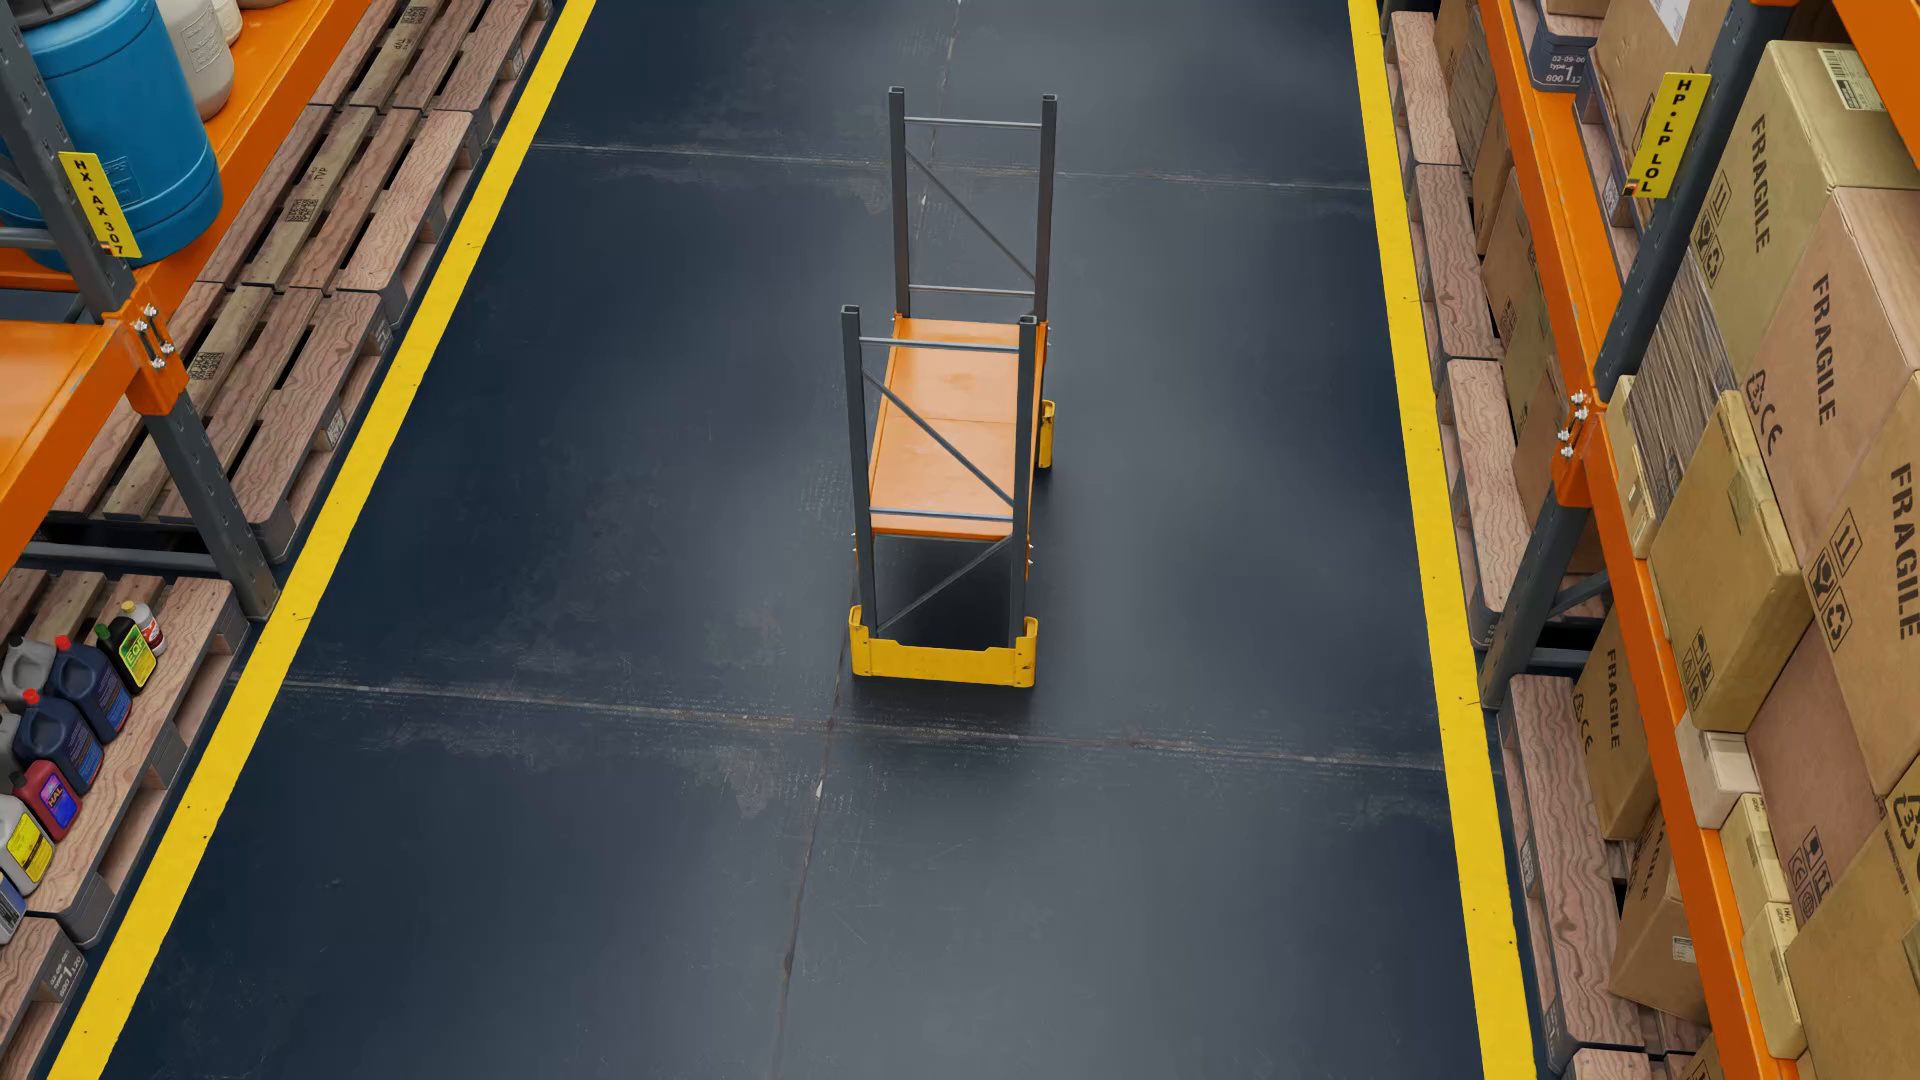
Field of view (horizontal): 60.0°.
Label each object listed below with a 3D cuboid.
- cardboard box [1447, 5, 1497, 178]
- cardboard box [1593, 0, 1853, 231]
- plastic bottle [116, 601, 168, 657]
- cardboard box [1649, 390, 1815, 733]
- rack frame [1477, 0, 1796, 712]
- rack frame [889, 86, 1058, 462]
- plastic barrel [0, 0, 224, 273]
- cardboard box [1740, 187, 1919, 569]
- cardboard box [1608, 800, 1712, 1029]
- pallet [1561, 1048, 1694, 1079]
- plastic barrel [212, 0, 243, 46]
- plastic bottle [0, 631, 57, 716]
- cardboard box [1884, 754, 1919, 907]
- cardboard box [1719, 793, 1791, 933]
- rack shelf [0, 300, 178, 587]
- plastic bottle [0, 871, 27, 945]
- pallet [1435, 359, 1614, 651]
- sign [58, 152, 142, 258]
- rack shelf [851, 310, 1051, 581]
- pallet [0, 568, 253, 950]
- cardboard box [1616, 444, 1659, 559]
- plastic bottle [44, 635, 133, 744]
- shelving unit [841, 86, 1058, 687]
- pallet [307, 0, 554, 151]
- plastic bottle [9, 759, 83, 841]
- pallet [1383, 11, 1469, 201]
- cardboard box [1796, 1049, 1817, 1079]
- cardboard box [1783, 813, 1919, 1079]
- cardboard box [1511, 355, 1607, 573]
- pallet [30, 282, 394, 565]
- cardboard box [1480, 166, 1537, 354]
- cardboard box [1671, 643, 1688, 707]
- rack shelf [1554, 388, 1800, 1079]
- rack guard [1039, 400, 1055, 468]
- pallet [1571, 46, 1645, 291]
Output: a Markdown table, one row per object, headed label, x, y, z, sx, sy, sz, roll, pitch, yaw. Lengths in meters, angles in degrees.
| label | x | y | z | sx | sy | sz | roll | pitch | yaw |
| --- | --- | --- | --- | --- | --- | --- | --- | --- | --- |
| cardboard box | 2.437 | -1.829 | 6.786 | 0.700 | 0.500 | 0.500 | 0 | 48 | 0 |
| cardboard box | 2.363 | -1.405 | 4.311 | 1.000 | 1.000 | 1.000 | 4 | 48 | 4 |
| plastic bottle | -2.503 | 0.264 | 5.074 | 0.097 | 0.201 | 0.097 | 0 | 48 | 0 |
| cardboard box | 1.968 | 0.071 | 3.383 | 0.875 | 0.500 | 0.500 | 4 | 48 | 4 |
| rack frame | 2.152 | -0.487 | 4.162 | 1.000 | 3.000 | 0.127 | 4 | 48 | 4 |
| rack frame | 0.039 | -0.817 | 5.481 | 0.500 | 1.500 | 0.032 | 4 | 48 | 4 |
| plastic barrel | -2.444 | -1.253 | 4.523 | 0.600 | 0.901 | 0.708 | 4 | 48 | 4 |
| cardboard box | 1.813 | -0.277 | 3.024 | 0.500 | 0.500 | 0.500 | 4 | 48 | 4 |
| cardboard box | 2.031 | 0.928 | 4.278 | 0.500 | 0.500 | 0.500 | 18 | 50 | 16 |
| pallet | 2.017 | 1.849 | 3.916 | 1.003 | 0.211 | 1.213 | 4 | 48 | 4 |
| plastic barrel | -2.507 | -1.735 | 5.398 | 0.301 | 0.262 | 0.301 | 0 | 48 | 0 |
| plastic bottle | -2.696 | 0.409 | 4.841 | 0.144 | 0.351 | 0.185 | 4 | 48 | 4 |
| cardboard box | 1.733 | 0.458 | 2.351 | 0.500 | 0.500 | 0.500 | 4 | 48 | 4 |
| cardboard box | 1.743 | 0.656 | 3.288 | 0.380 | 0.149 | 0.250 | 4 | 48 | 4 |
| rack shelf | -2.963 | 0.893 | 3.388 | 1.077 | 0.370 | 4.000 | 4 | 48 | 4 |
| plastic bottle | -2.618 | 0.941 | 4.404 | 0.152 | 0.276 | 0.135 | 5 | 48 | 4 |
| pallet | 2.221 | -0.118 | 5.715 | 1.003 | 0.211 | 1.213 | 4 | 48 | 4 |
| sign | -2.234 | -0.868 | 4.324 | 0.100 | 0.325 | 0.005 | 4 | 48 | 4 |
| rack shelf | -0.008 | -0.322 | 5.272 | 0.538 | 0.185 | 1.000 | 4 | 48 | 4 |
| pallet | -2.883 | 0.612 | 5.047 | 1.003 | 0.211 | 1.213 | 4 | 48 | 4 |
| cardboard box | 1.797 | -0.081 | 3.962 | 0.380 | 0.149 | 0.250 | 4 | 48 | 4 |
| plastic bottle | -2.552 | 0.418 | 4.832 | 0.144 | 0.351 | 0.185 | 3 | 48 | 2 |
| shelving unit | -0.007 | -0.450 | 5.145 | 0.587 | 1.500 | 1.083 | 4 | 48 | 4 |
| pallet | -2.525 | -2.251 | 7.666 | 1.003 | 0.211 | 1.213 | 4 | 48 | 4 |
| plastic bottle | -2.543 | 0.705 | 4.615 | 0.061 | 0.283 | 0.133 | 7 | 48 | 6 |
| pallet | 2.443 | -1.911 | 7.355 | 1.003 | 0.211 | 1.213 | 4 | 48 | 4 |
| cardboard box | 1.732 | 1.026 | 2.949 | 0.380 | 0.149 | 0.250 | 4 | 48 | 4 |
| cardboard box | 1.936 | 0.809 | 2.708 | 0.875 | 0.500 | 0.500 | 4 | 48 | 4 |
| cardboard box | 2.229 | -0.241 | 5.334 | 0.700 | 0.500 | 0.500 | 1 | 48 | 1 |
| pallet | -2.748 | -0.458 | 6.026 | 1.003 | 0.211 | 1.213 | 4 | 48 | 4 |
| cardboard box | 2.342 | -1.002 | 6.029 | 0.700 | 0.500 | 0.500 | 0 | 48 | 0 |
| cardboard box | 1.788 | 0.289 | 3.624 | 0.380 | 0.149 | 0.250 | 4 | 48 | 4 |
| rack shelf | 1.969 | 1.226 | 3.084 | 1.077 | 0.370 | 4.000 | 4 | 48 | 4 |
| rack guard | 0.038 | -0.394 | 5.941 | 0.587 | 0.250 | 0.087 | 4 | 48 | 4 |
| pallet | 2.366 | -0.974 | 4.738 | 1.003 | 0.211 | 1.213 | 4 | 48 | 4 |
